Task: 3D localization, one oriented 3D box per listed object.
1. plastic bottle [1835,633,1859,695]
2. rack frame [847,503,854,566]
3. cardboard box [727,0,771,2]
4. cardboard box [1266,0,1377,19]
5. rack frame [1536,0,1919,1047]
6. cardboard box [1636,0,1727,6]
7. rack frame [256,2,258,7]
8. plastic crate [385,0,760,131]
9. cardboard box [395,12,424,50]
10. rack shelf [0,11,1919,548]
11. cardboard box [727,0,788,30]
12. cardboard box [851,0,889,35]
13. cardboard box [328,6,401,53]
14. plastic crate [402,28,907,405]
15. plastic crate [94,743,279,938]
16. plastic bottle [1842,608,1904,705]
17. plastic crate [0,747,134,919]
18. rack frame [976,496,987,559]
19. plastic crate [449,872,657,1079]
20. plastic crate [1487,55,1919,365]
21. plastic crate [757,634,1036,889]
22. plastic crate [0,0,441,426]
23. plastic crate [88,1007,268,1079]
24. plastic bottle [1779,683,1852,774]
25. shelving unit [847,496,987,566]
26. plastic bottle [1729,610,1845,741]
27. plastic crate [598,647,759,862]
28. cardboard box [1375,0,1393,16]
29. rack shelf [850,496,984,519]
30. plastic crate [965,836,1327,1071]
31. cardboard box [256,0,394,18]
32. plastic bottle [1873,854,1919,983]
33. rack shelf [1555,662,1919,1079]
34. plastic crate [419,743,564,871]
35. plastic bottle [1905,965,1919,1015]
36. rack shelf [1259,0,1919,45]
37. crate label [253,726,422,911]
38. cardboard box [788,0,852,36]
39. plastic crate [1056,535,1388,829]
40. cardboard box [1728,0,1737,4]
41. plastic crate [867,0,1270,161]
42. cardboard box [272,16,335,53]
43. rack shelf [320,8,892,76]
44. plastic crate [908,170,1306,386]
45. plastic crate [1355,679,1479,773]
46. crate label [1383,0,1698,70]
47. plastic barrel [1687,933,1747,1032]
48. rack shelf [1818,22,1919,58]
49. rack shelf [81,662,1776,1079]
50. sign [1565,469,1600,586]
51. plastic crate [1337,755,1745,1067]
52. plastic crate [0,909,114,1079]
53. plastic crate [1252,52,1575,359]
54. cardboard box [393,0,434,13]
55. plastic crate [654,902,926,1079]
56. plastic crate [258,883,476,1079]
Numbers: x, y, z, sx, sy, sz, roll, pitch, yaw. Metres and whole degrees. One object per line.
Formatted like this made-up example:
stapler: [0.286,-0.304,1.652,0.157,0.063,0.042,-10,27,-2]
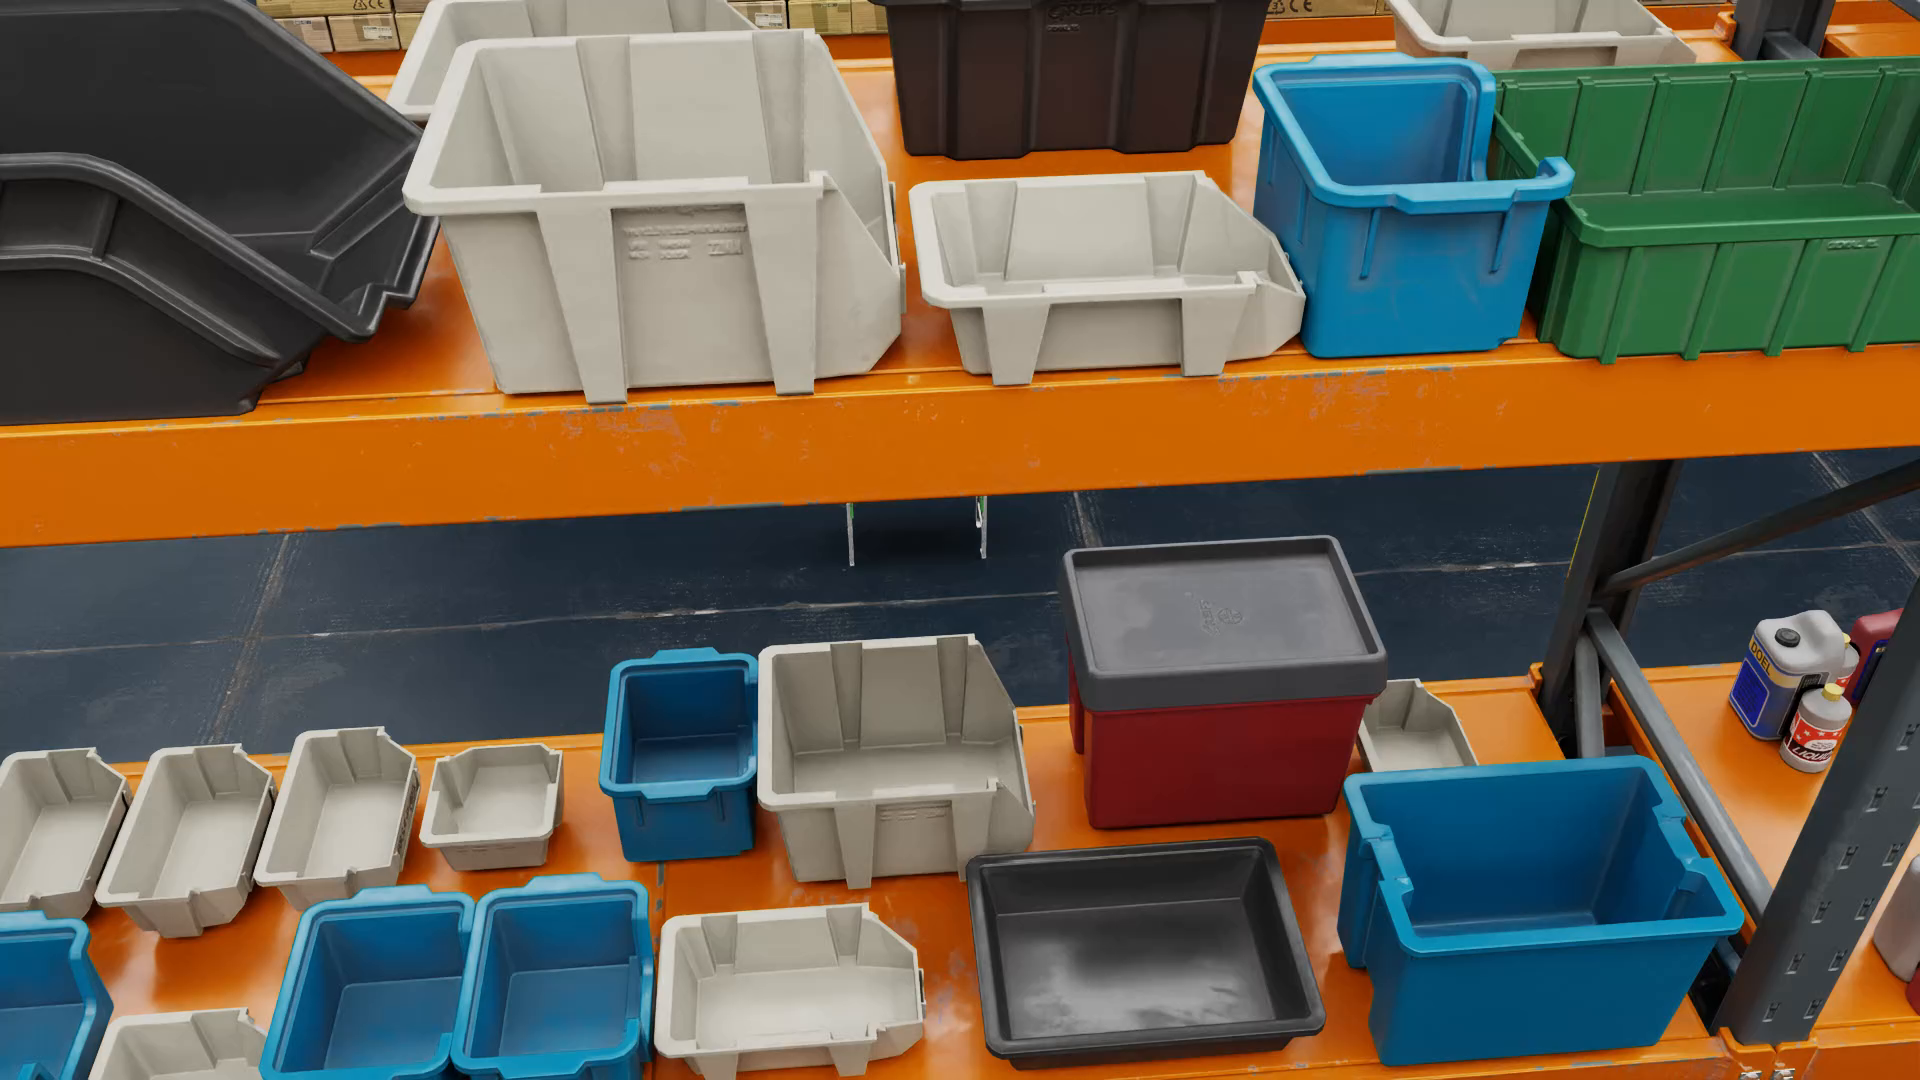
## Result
plastic bottle: [1.889,0.287,3.625,0.097,0.201,0.097,0,38,0]
rack frame: [-0.408,-0.449,5.850,0.015,1.200,0.240,-3,38,-4]
cardboard box: [-0.971,-2.390,6.739,0.500,0.250,0.500,-4,38,-5]
cardboard box: [1.454,-2.513,6.932,0.500,0.500,0.500,-3,38,-4]
rack frame: [1.412,0.454,3.253,0.127,3.000,1.000,-3,38,-4]
cardboard box: [2.967,-2.599,7.042,0.500,0.500,0.500,-2,38,-3]
rack frame: [-3.011,-2.383,6.848,0.127,3.000,1.000,-3,38,-4]
plastic crate: [-0.536,-0.667,2.466,0.530,0.136,0.437,-3,38,-4]
cardboard box: [-2.117,-2.129,6.730,0.250,0.149,0.380,-4,38,-5]
rack shelf: [-0.580,-0.332,2.408,4.000,0.370,1.077,-3,38,-4]
cardboard box: [-0.835,-2.201,6.820,0.250,0.149,0.380,-3,38,-3]
cardboard box: [-0.326,-2.228,6.855,0.250,0.149,0.380,-2,38,-3]
cardboard box: [-2.372,-2.115,6.712,0.250,0.149,0.380,-4,38,-5]
plastic crate: [-0.337,-0.389,1.996,0.530,0.282,0.437,-3,38,-4]
plastic crate: [-1.486,0.590,3.246,0.243,0.136,0.396,-3,38,-4]
plastic bottle: [2.003,0.238,3.622,0.133,0.283,0.061,-3,38,-4]
plastic crate: [-1.776,0.597,3.237,0.243,0.136,0.396,-3,38,-4]
rack frame: [0.078,-0.475,5.884,0.015,1.200,0.240,-3,38,-4]
plastic crate: [-0.687,0.816,2.881,0.300,0.233,0.416,-3,38,-4]
plastic crate: [1.017,-0.431,2.124,0.662,0.188,0.450,-3,38,-4]
plastic crate: [-0.125,0.447,3.309,0.530,0.282,0.437,-3,38,-4]
plastic crate: [-1.026,-0.394,1.957,0.767,0.338,0.504,-3,38,-4]
plastic crate: [-1.294,0.939,2.803,0.298,0.136,0.250,-3,38,-4]
plastic bottle: [1.806,0.387,3.499,0.097,0.201,0.097,0,38,0]
shelving unit: [-0.165,-0.462,5.867,0.503,1.200,0.258,-3,38,-4]
plastic bottle: [1.776,0.281,3.572,0.135,0.276,0.152,-3,38,-4]
plastic crate: [-0.549,0.444,3.352,0.300,0.233,0.416,-3,38,-4]
cardboard box: [1.955,-2.541,6.968,0.500,0.500,0.500,-3,38,-4]
rack shelf: [-0.165,-0.223,6.055,0.480,0.148,0.258,-3,38,-4]
plastic crate: [0.321,0.765,3.032,0.590,0.125,0.437,-3,38,-4]
cardboard box: [-2.509,-2.300,6.625,0.500,0.250,0.500,-4,38,-5]
plastic bottle: [1.832,0.651,3.043,0.185,0.351,0.144,-3,38,-4]
rack shelf: [3.404,0.626,3.615,4.000,0.370,1.077,-3,38,-4]
plastic crate: [-0.917,0.532,3.319,0.250,0.136,0.298,-3,38,-4]
plastic bottle: [1.815,0.743,2.981,0.133,0.283,0.061,-3,38,-4]
rack shelf: [2.966,-2.430,7.488,4.000,0.370,1.077,-3,38,-4]
crate label: [-1.211,0.559,3.284,0.243,0.136,0.396,-3,38,-4]
cardboard box: [-0.581,-2.214,6.837,0.250,0.149,0.380,-4,38,-5]
plastic crate: [0.501,0.299,3.349,0.583,0.464,0.402,-3,38,-4]
cardboard box: [3.474,-2.627,7.077,0.500,0.500,0.500,-4,38,-5]
plastic crate: [0.151,-0.774,2.493,0.590,0.269,0.497,-3,38,-4]
cardboard box: [-2.628,-2.100,6.693,0.250,0.149,0.380,-3,38,-3]
rack shelf: [-1.019,-2.210,7.210,4.000,0.370,1.077,-3,38,-4]
plastic crate: [0.179,-0.316,2.020,0.466,0.136,0.293,-3,38,-4]
plastic crate: [0.936,0.471,3.396,0.243,0.136,0.396,-3,38,-4]
crate label: [0.899,-0.772,2.598,0.466,0.136,0.293,-3,38,-4]
plastic barrel: [1.956,1.093,3.798,0.708,0.901,0.600,-3,38,-4]
rack shelf: [3.404,-0.551,2.686,4.000,0.370,1.077,-3,38,-4]
rack shelf: [-0.580,0.846,3.337,4.000,0.370,1.077,-3,38,-4]
sign: [1.365,0.005,3.598,0.005,0.325,0.100,-3,38,-4]
plastic crate: [0.977,0.672,2.941,0.575,0.384,0.392,-3,38,-4]
plastic crate: [-1.641,0.869,2.814,0.300,0.233,0.416,-3,38,-4]
plastic crate: [0.534,-0.411,2.063,0.300,0.233,0.416,-3,38,-4]
cardboard box: [-1.992,-2.333,6.666,0.500,0.250,0.500,-4,38,-5]
plastic crate: [-0.296,0.815,2.960,0.466,0.136,0.293,-3,38,-4]
plastic crate: [-0.985,0.833,2.860,0.300,0.233,0.416,-3,38,-4]
